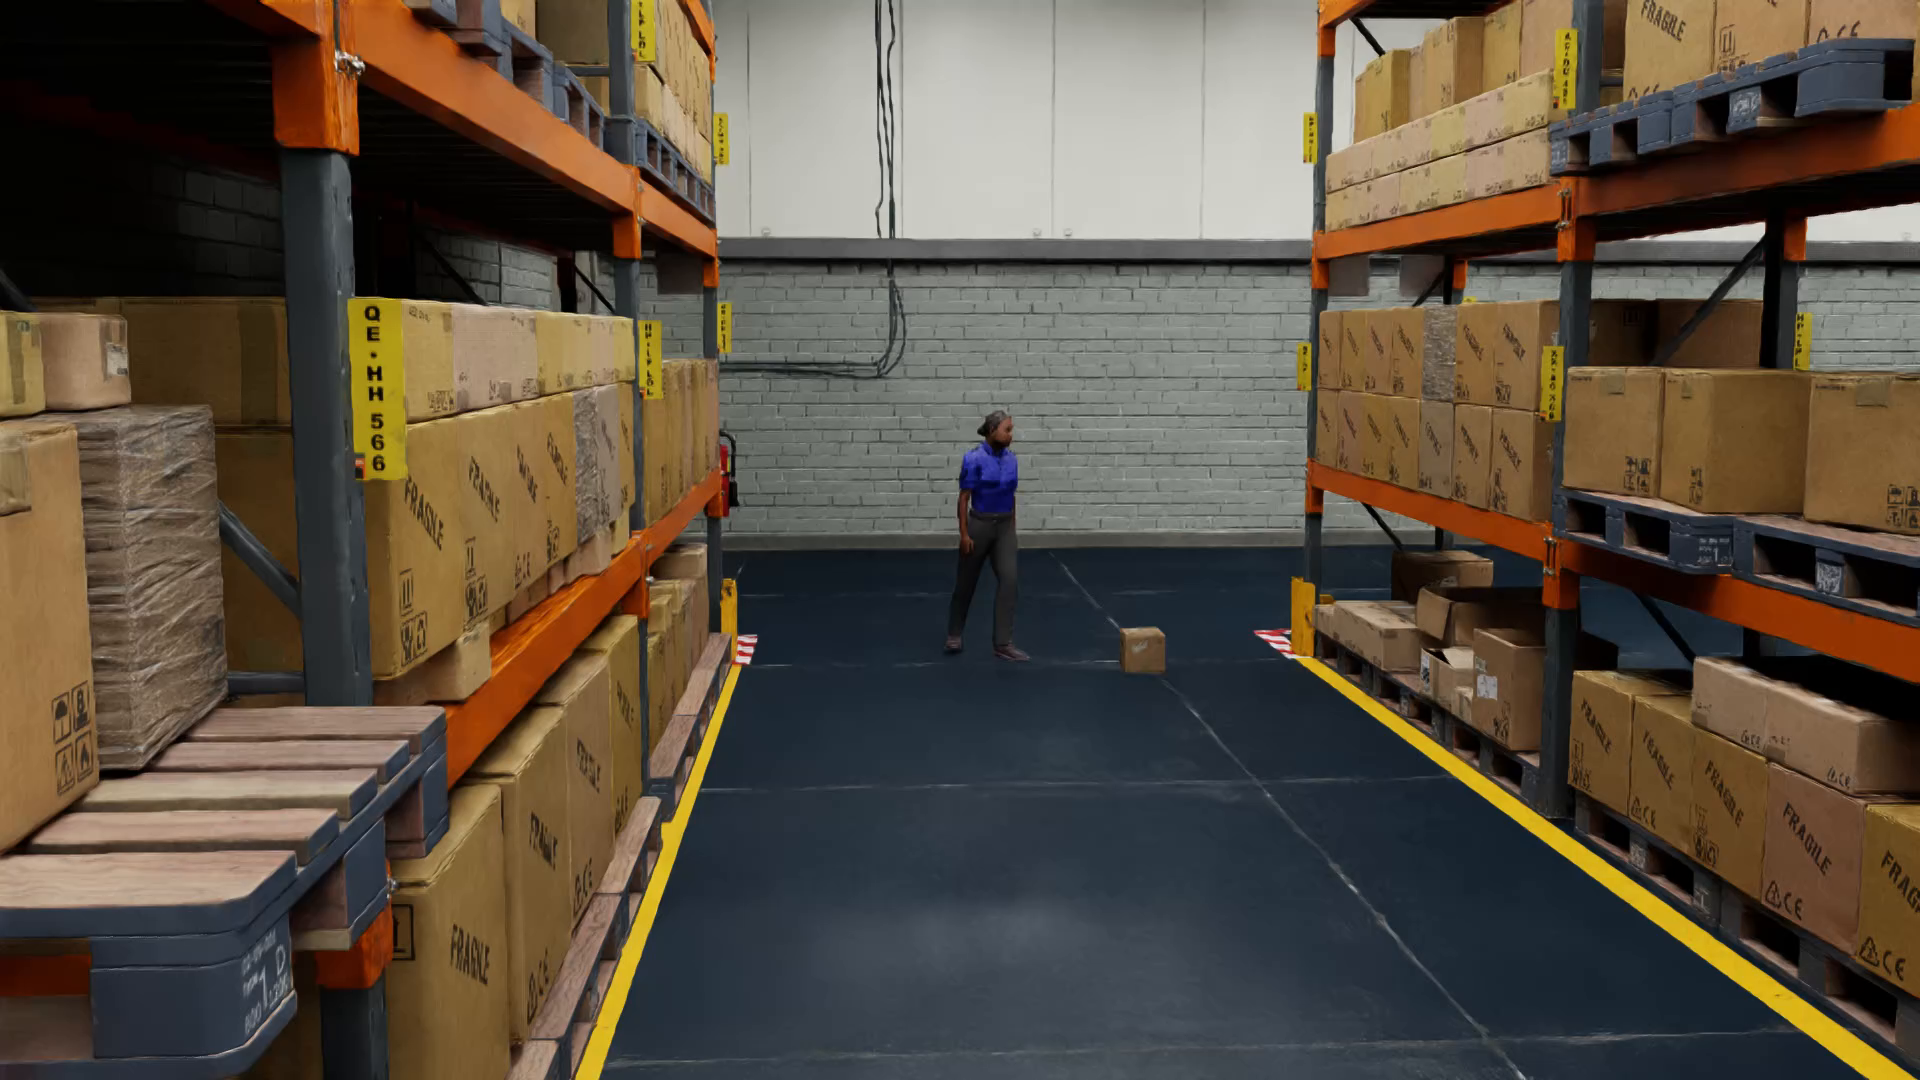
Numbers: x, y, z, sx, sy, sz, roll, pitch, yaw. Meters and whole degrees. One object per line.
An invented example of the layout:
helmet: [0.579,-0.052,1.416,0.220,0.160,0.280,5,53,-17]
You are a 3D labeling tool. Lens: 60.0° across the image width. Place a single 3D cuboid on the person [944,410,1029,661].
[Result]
person: [0.173,-0.042,11.122,0.469,1.654,0.650,-4,8,-31]
